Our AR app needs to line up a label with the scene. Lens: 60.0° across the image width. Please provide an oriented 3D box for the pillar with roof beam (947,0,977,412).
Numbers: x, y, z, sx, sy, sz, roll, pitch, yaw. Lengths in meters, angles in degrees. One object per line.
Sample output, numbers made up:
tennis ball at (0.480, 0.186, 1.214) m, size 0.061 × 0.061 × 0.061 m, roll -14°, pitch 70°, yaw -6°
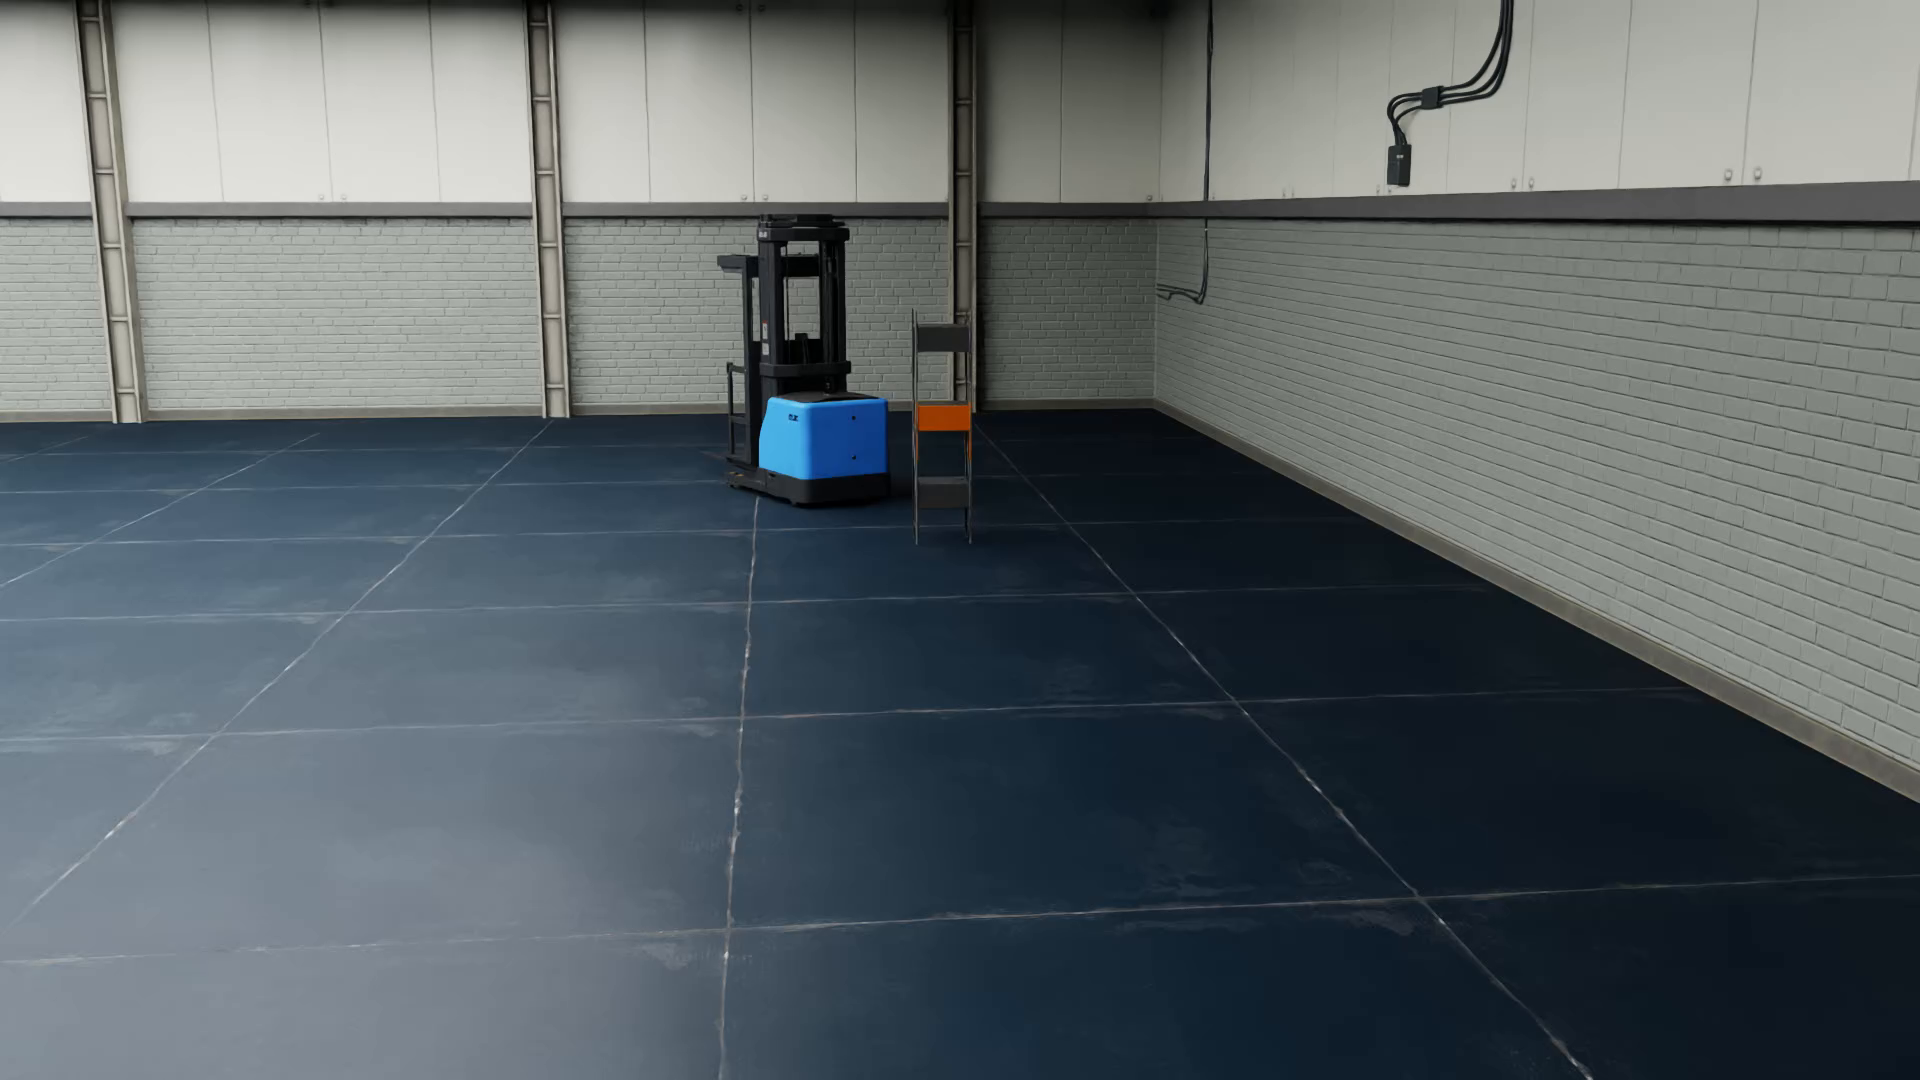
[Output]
pillar with roof beam at (0.497, -5.536, 20.082) m, size 0.400 × 9.000 × 9.100 m, roll -1°, pitch 11°, yaw -6°

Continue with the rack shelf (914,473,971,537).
rack shelf at (-0.165, -0.327, 15.168) m, size 0.480 × 0.518 × 0.431 m, roll -1°, pitch 11°, yaw -6°

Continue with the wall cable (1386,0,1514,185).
wall cable at (4.113, -6.017, 13.713) m, size 0.169 × 6.003 × 2.305 m, roll -1°, pitch 11°, yaw -6°

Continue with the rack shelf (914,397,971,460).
rack shelf at (-0.165, -1.013, 15.033) m, size 0.480 × 0.518 × 0.431 m, roll -1°, pitch 11°, yaw -6°

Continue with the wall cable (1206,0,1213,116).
wall cable at (3.396, -6.605, 20.477) m, size 0.112 × 2.526 × 3.097 m, roll -1°, pitch 11°, yaw -6°

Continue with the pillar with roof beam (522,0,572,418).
pillar with roof beam at (-5.468, -5.411, 19.446) m, size 0.400 × 9.000 × 9.100 m, roll -1°, pitch 11°, yaw -6°

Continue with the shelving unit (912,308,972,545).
shelving unit at (-0.165, -1.027, 15.030) m, size 0.503 × 2.100 × 0.431 m, roll -1°, pitch 11°, yaw -6°

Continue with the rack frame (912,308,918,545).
rack frame at (-0.407, -1.022, 15.004) m, size 0.015 × 2.100 × 0.400 m, roll -1°, pitch 11°, yaw -6°

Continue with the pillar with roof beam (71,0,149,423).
pillar with roof beam at (-11.433, -5.286, 18.810) m, size 0.400 × 9.000 × 9.100 m, roll -1°, pitch 11°, yaw -6°

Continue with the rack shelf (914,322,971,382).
rack shelf at (-0.165, -1.700, 14.898) m, size 0.480 × 0.518 × 0.431 m, roll -1°, pitch 11°, yaw -6°

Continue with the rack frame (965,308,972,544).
rack frame at (0.078, -1.032, 15.056) m, size 0.015 × 2.100 × 0.400 m, roll -1°, pitch 11°, yaw -6°

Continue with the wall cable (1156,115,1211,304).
wall cable at (3.104, -4.646, 23.603) m, size 0.112 × 2.526 × 3.097 m, roll -1°, pitch 11°, yaw -6°

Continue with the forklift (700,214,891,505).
forklift at (-1.929, -2.031, 17.985) m, size 1.130 × 2.935 × 3.031 m, roll -7°, pitch 13°, yaw -31°
